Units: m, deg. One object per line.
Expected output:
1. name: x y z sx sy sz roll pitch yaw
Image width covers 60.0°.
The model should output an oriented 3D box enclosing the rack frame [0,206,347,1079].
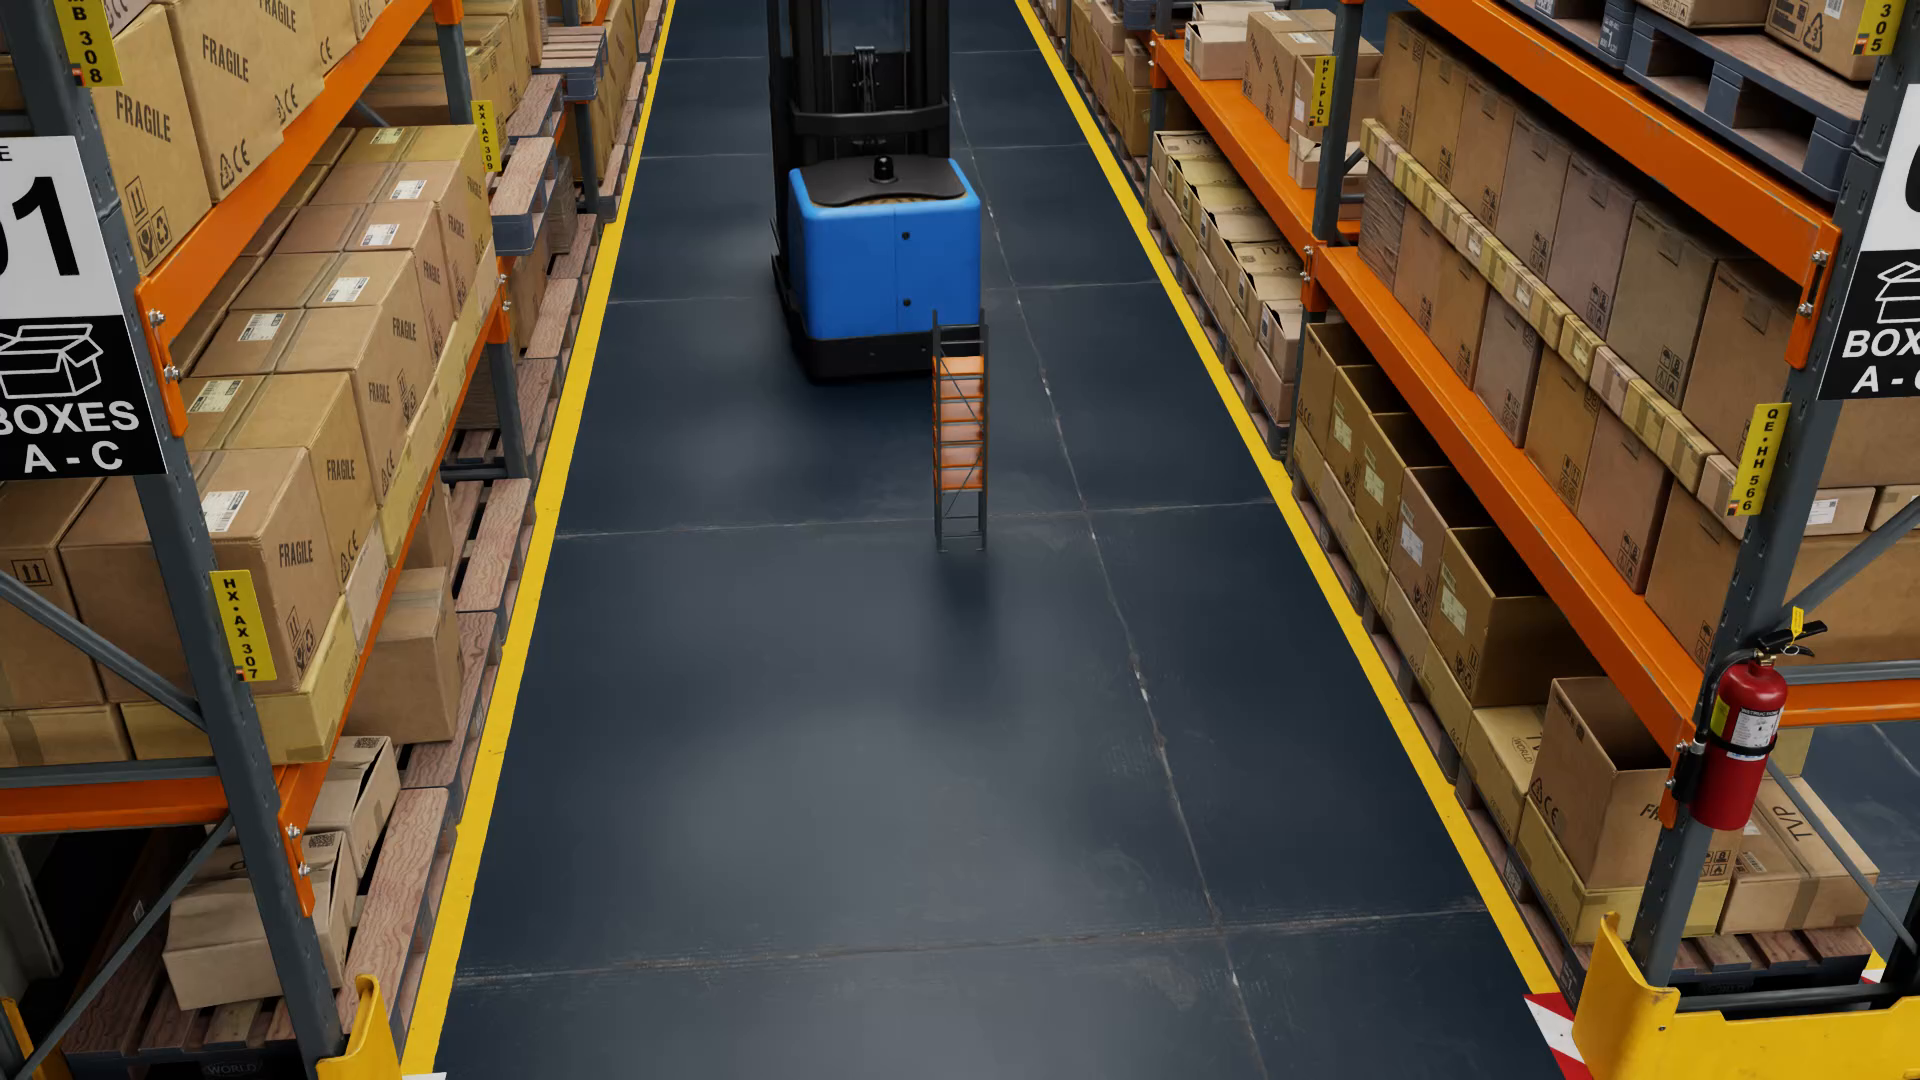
1. rack frame: -2.318 0.613 4.299 1.000 3.000 0.127 -3 31 -5

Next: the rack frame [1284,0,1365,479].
1. rack frame: 2.240 -1.668 8.118 1.000 3.000 0.127 -3 31 -5

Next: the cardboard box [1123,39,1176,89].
1. cardboard box: 1.535 -3.643 12.701 0.500 0.250 0.500 -2 31 -3

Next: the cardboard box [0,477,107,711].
1. cardboard box: -2.574 0.116 4.525 0.500 0.500 0.500 -3 31 -5

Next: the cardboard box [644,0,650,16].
1. cardboard box: -3.497 -5.526 16.605 0.700 0.500 0.500 -2 31 -3

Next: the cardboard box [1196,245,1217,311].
1. cardboard box: 1.773 -1.645 10.351 0.500 0.250 0.500 -2 31 -4

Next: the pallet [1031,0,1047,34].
1. pallet: 1.312 -5.531 17.304 1.003 0.211 1.213 -3 31 -5

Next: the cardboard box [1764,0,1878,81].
1. cardboard box: 2.564 -1.492 4.251 0.797 0.503 0.637 -1 31 -1

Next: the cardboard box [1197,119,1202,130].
1. cardboard box: 2.054 -3.339 12.924 0.500 0.500 0.500 -4 31 -6

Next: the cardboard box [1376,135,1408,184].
1. cardboard box: 2.096 -1.715 7.466 0.380 0.149 0.250 -2 31 -4

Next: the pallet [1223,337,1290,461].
1. pallet: 2.132 -0.846 9.460 1.003 0.211 1.213 -3 31 -5

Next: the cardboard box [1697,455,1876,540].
1. cardboard box: 2.388 -0.134 4.818 0.380 0.149 0.250 -3 31 -5

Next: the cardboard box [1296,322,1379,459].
1. cardboard box: 1.971 -0.738 8.102 0.500 0.500 0.500 -3 31 -5

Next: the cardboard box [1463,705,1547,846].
1. cardboard box: 2.211 0.860 6.158 0.500 0.250 0.500 -3 31 -5

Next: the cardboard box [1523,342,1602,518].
1. cardboard box: 2.488 -0.430 5.947 0.700 0.500 0.500 -3 31 -4

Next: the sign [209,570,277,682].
1. sign: -1.778 0.215 4.120 0.100 0.325 0.005 -3 31 -5

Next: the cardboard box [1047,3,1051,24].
1. cardboard box: 1.062 -5.184 16.354 0.380 0.149 0.250 -3 31 -5

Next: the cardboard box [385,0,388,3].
1. cardboard box: -2.364 -2.264 6.072 0.500 0.500 0.500 -5 31 -9

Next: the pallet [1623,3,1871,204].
1. pallet: 2.573 -1.238 4.559 1.003 0.211 1.213 -3 31 -5

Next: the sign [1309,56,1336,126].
1. sign: 1.700 -2.101 7.790 0.100 0.325 0.005 -3 31 -5

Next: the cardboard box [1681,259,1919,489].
1. cardboard box: 2.578 -0.492 4.786 0.700 0.500 0.500 -3 31 -4

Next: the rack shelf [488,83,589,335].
1. rack shelf: -2.879 -2.141 9.612 1.077 0.370 4.000 -3 31 -5

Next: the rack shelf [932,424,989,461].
1. rack shelf: 0.001 -0.470 7.953 0.258 0.103 0.180 -3 31 -5

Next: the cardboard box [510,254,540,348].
1. cardboard box: -2.883 -1.444 9.751 0.700 0.500 0.500 -2 31 -4

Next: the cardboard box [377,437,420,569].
1. cardboard box: -2.152 -0.120 5.653 0.500 0.250 0.500 -3 31 -5

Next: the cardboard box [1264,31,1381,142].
1. cardboard box: 2.088 -2.629 9.629 0.500 0.500 0.500 -3 31 -5

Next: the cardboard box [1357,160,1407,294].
1. cardboard box: 2.288 -1.485 7.714 0.700 0.500 0.500 -4 31 -6

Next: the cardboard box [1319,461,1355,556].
1. cardboard box: 2.023 -0.161 7.867 0.500 0.250 0.500 -3 31 -5

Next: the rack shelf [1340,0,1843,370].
1. rack shelf: 2.427 -1.626 5.824 1.077 0.370 4.000 -3 31 -5

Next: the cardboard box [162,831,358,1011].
1. cardboard box: -2.293 1.221 5.474 0.500 0.311 0.500 -6 31 -10

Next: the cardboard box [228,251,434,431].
1. cardboard box: -2.202 -0.691 5.877 0.500 0.500 0.500 -2 31 -3

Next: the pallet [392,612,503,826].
1. pallet: -2.477 0.733 6.816 1.003 0.211 1.213 -3 31 -5

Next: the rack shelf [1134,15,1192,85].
1. rack shelf: 1.679 -4.423 13.431 1.077 0.370 4.000 -3 31 -5

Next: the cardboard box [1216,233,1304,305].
1. cardboard box: 1.817 -1.622 9.766 0.500 0.311 0.500 -3 31 -5

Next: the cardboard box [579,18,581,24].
1. cardboard box: -2.881 -3.680 11.712 0.380 0.149 0.250 -2 31 -4

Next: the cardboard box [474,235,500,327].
1. cardboard box: -2.346 -1.146 7.370 0.500 0.250 0.500 -3 31 -4

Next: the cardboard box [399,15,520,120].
1. cardboard box: -2.843 -2.543 9.055 0.700 0.500 0.500 1 31 2

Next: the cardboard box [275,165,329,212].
1. cardboard box: -2.811 -1.181 6.698 0.500 0.500 0.500 -3 31 -5

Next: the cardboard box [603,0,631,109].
1. cardboard box: -3.163 -3.992 13.694 0.750 0.750 0.750 -2 31 -3

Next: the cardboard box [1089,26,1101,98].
1. cardboard box: 1.395 -4.083 14.168 0.500 0.500 0.500 -2 31 -4

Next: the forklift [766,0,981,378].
1. forklift: -0.655 -2.947 10.325 1.130 2.935 3.031 -6 31 -10

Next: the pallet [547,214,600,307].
1. pallet: -2.994 -1.875 11.184 1.003 0.211 1.213 -3 31 -5

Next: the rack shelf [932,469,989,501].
1. rack shelf: 0.001 -0.264 8.076 0.258 0.103 0.180 -3 31 -5

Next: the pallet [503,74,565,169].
1. pallet: -2.840 -2.380 9.497 1.003 0.211 1.213 -3 31 -5

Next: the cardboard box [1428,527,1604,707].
1. cardboard box: 2.159 0.283 6.392 0.500 0.500 0.500 -3 31 -5

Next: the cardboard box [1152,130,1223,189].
1. cardboard box: 1.623 -2.670 11.519 0.500 0.311 0.500 -2 31 -3

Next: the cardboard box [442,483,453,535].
1. cardboard box: -2.612 -0.130 7.876 0.380 0.166 0.250 -7 32 -11

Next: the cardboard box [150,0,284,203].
1. cardboard box: -2.115 -1.185 4.266 0.500 0.500 0.500 -1 31 -1

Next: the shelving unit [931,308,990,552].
1. shelving unit: 0.001 -0.508 7.930 0.258 1.200 0.189 -3 31 -5

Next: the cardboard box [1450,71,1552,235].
1. cardboard box: 2.382 -1.528 6.521 0.700 0.500 0.500 -3 31 -5

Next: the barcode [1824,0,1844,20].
1. barcode: 2.105 -1.294 4.000 0.001 0.075 0.075 -3 31 -5

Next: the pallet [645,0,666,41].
1. pallet: -3.550 -5.333 16.972 1.003 0.211 1.213 -3 31 -5

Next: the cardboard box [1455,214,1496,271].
1. cardboard box: 2.197 -1.186 6.580 0.380 0.149 0.250 -4 31 -6

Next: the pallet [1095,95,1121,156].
1. pallet: 1.723 -3.518 13.934 1.003 0.211 1.213 -3 31 -5

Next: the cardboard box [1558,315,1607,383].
1. cardboard box: 2.292 -0.660 5.700 0.380 0.149 0.250 -2 31 -3
